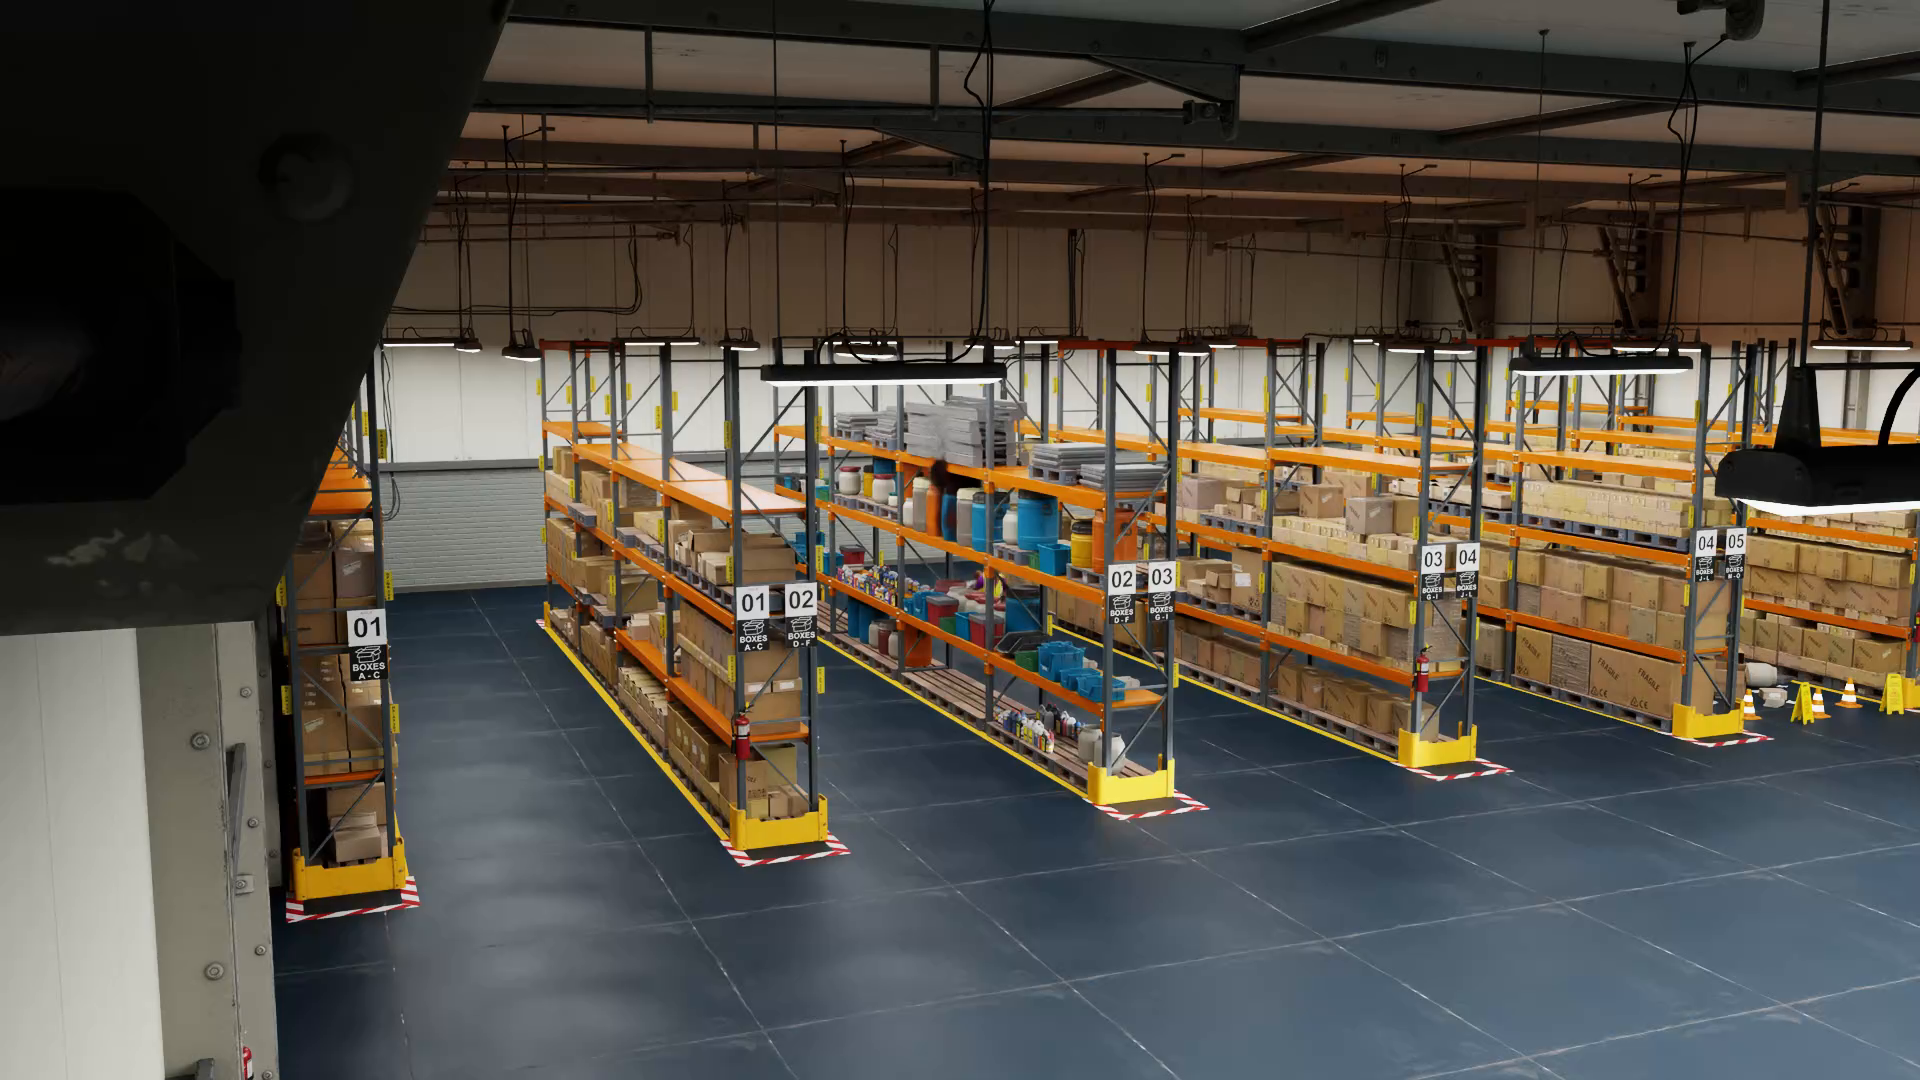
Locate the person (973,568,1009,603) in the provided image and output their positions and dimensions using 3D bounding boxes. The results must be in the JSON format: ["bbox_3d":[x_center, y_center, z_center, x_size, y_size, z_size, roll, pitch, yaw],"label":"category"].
[{"bbox_3d":[0.576,1.214,30.555,0.694,1.730,0.731,-2,8,-16],"label":"person"}]

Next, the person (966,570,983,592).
[{"bbox_3d":[0.244,1.340,32.556,0.542,1.587,0.950,-5,9,-31],"label":"person"}]
